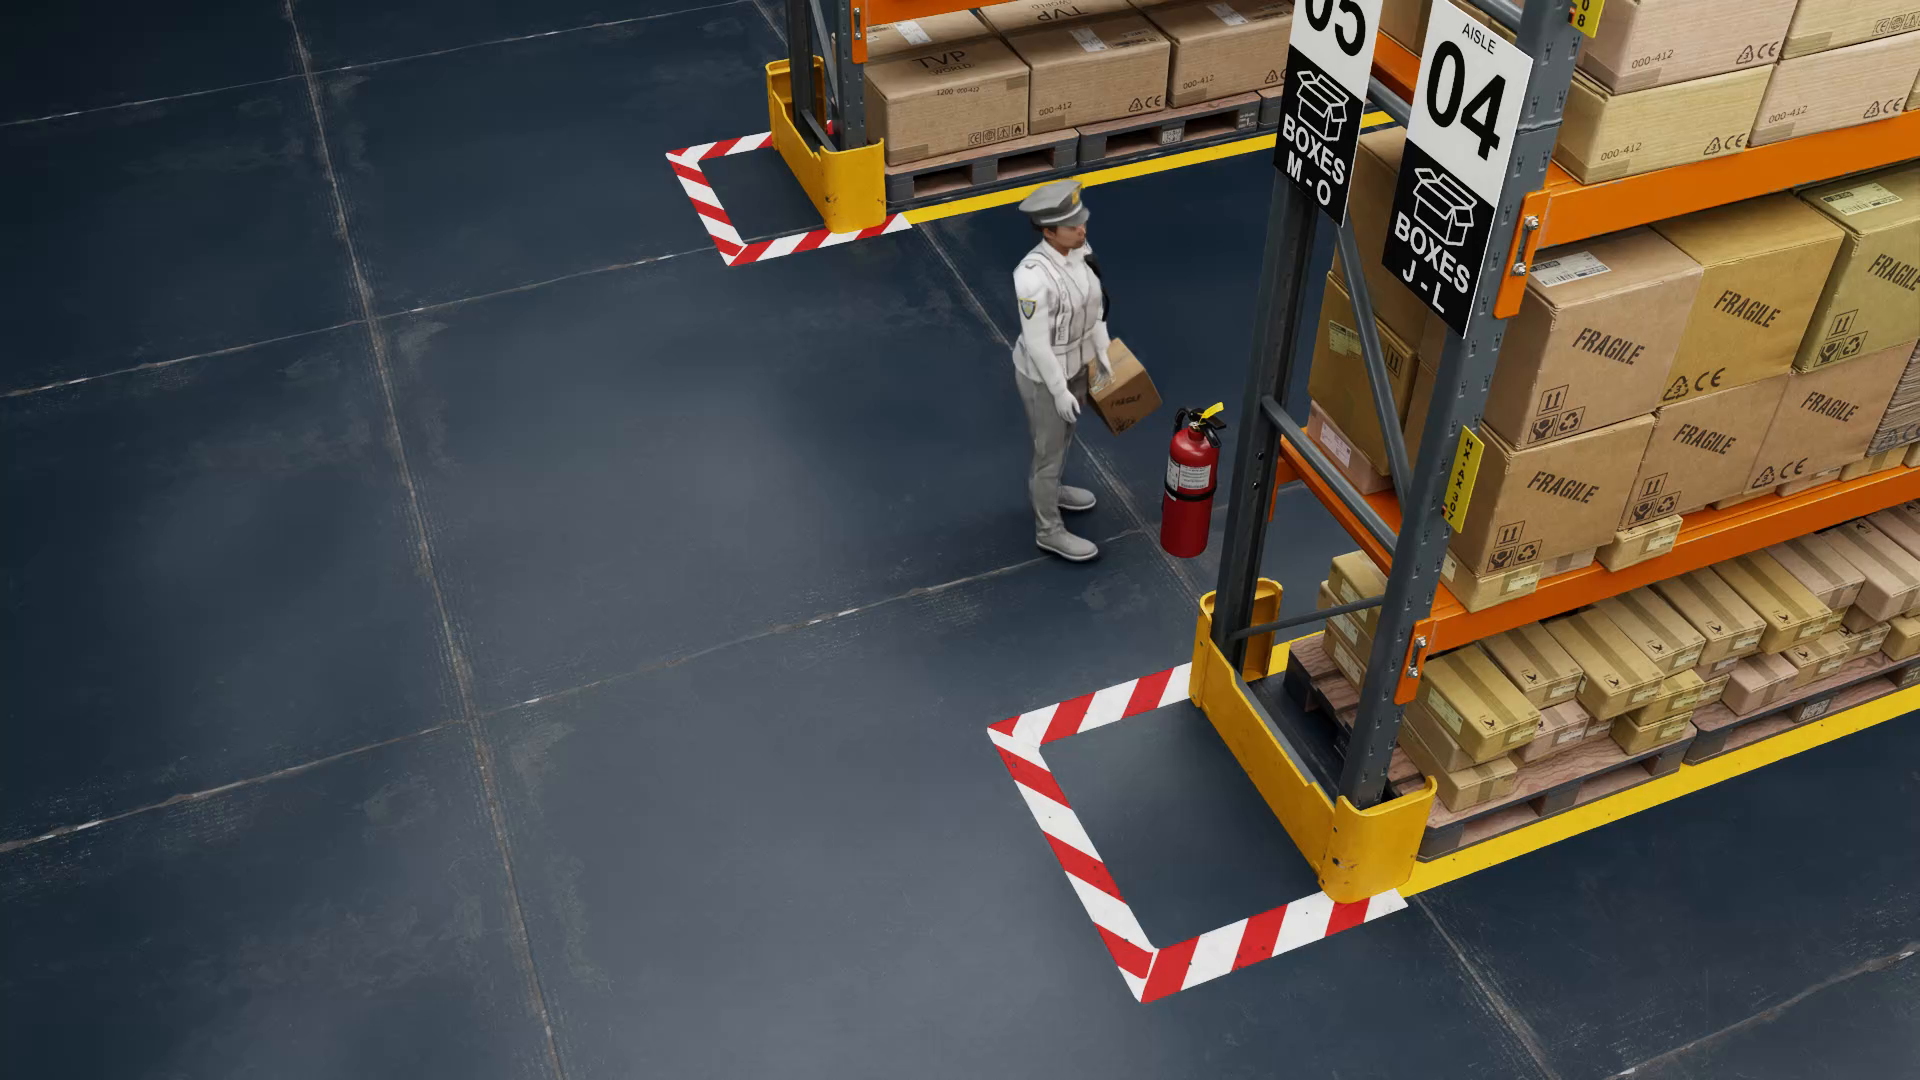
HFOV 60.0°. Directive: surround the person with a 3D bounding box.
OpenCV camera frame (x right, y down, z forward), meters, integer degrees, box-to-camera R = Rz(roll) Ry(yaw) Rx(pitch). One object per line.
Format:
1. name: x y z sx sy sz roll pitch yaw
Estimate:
1. person: 0.466 -0.703 6.890 0.492 1.699 0.510 24 47 25
